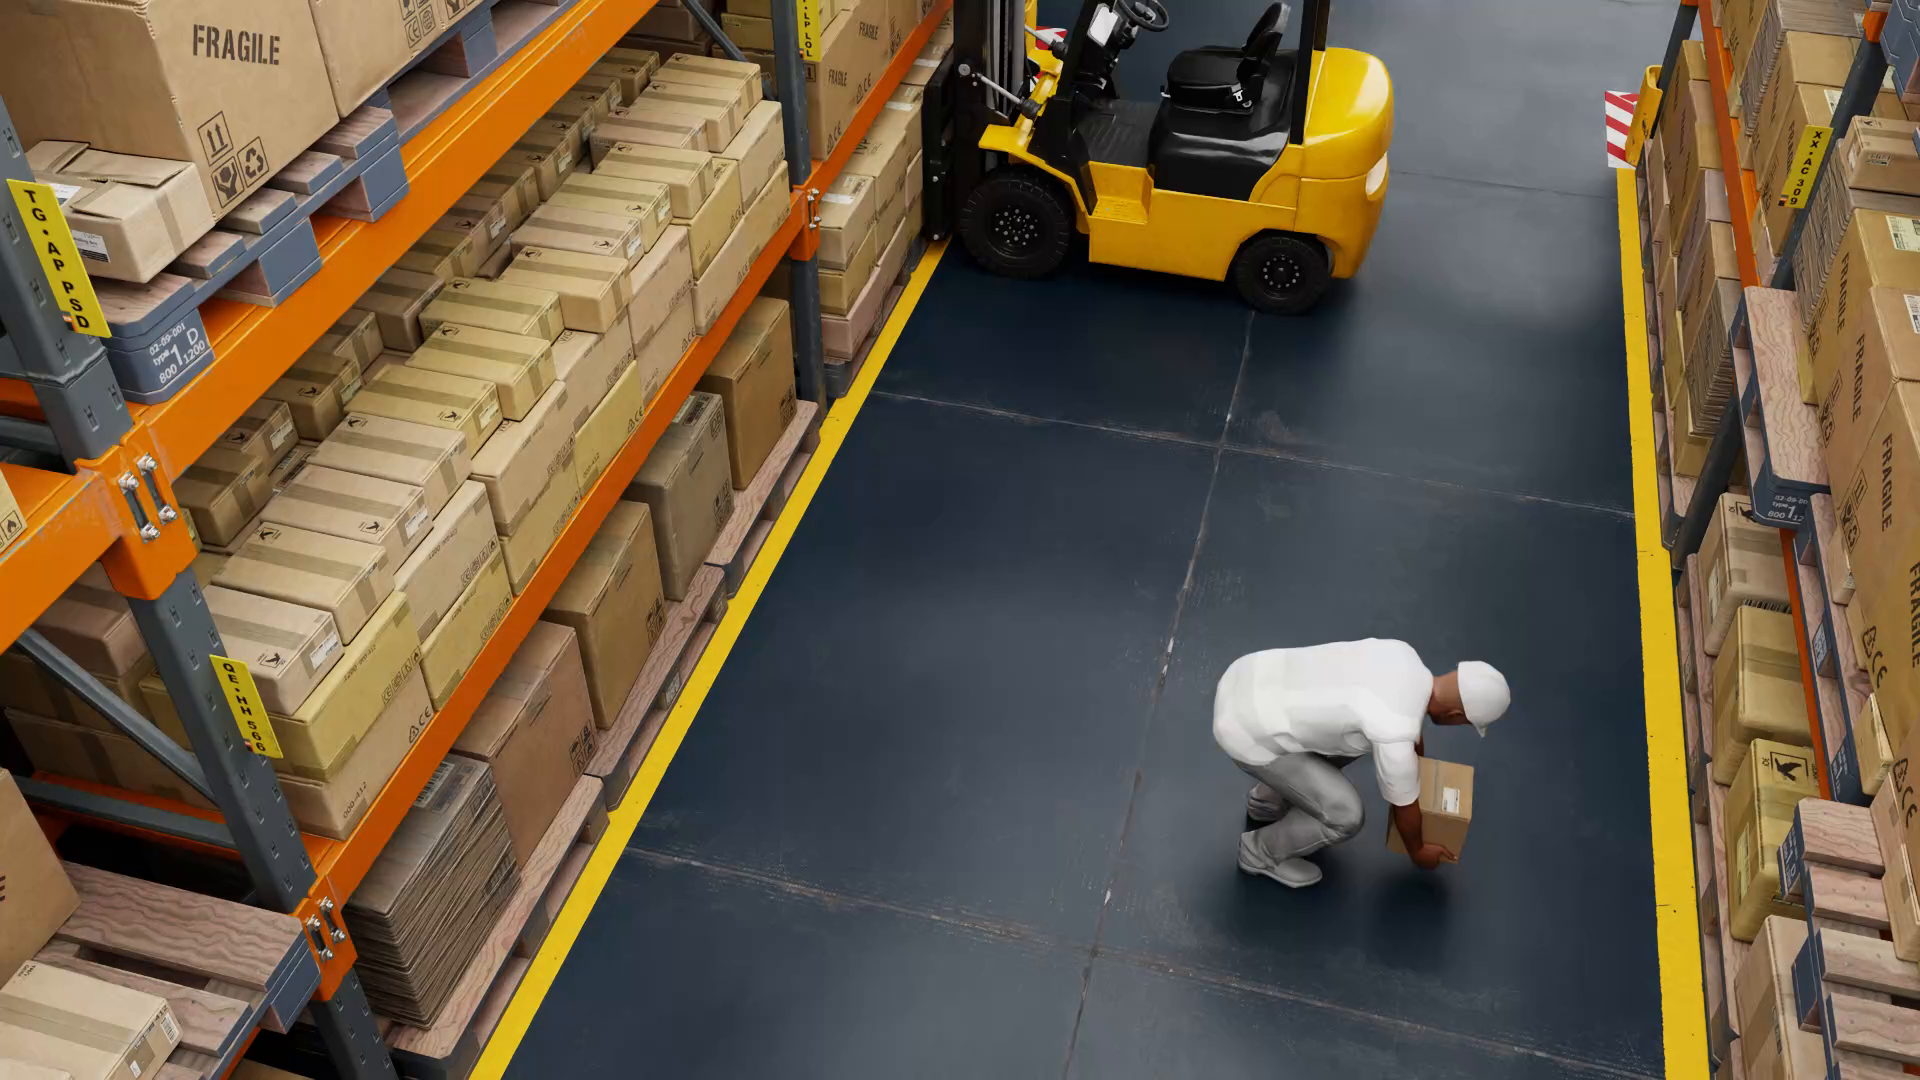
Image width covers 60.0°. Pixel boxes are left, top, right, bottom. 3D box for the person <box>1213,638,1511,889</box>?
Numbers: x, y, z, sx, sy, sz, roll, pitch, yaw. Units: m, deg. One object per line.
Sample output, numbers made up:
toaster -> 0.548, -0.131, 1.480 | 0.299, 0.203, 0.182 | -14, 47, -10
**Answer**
person -> 1.356, 0.759, 5.838 | 0.956, 1.013, 0.528 | 8, 41, 10
